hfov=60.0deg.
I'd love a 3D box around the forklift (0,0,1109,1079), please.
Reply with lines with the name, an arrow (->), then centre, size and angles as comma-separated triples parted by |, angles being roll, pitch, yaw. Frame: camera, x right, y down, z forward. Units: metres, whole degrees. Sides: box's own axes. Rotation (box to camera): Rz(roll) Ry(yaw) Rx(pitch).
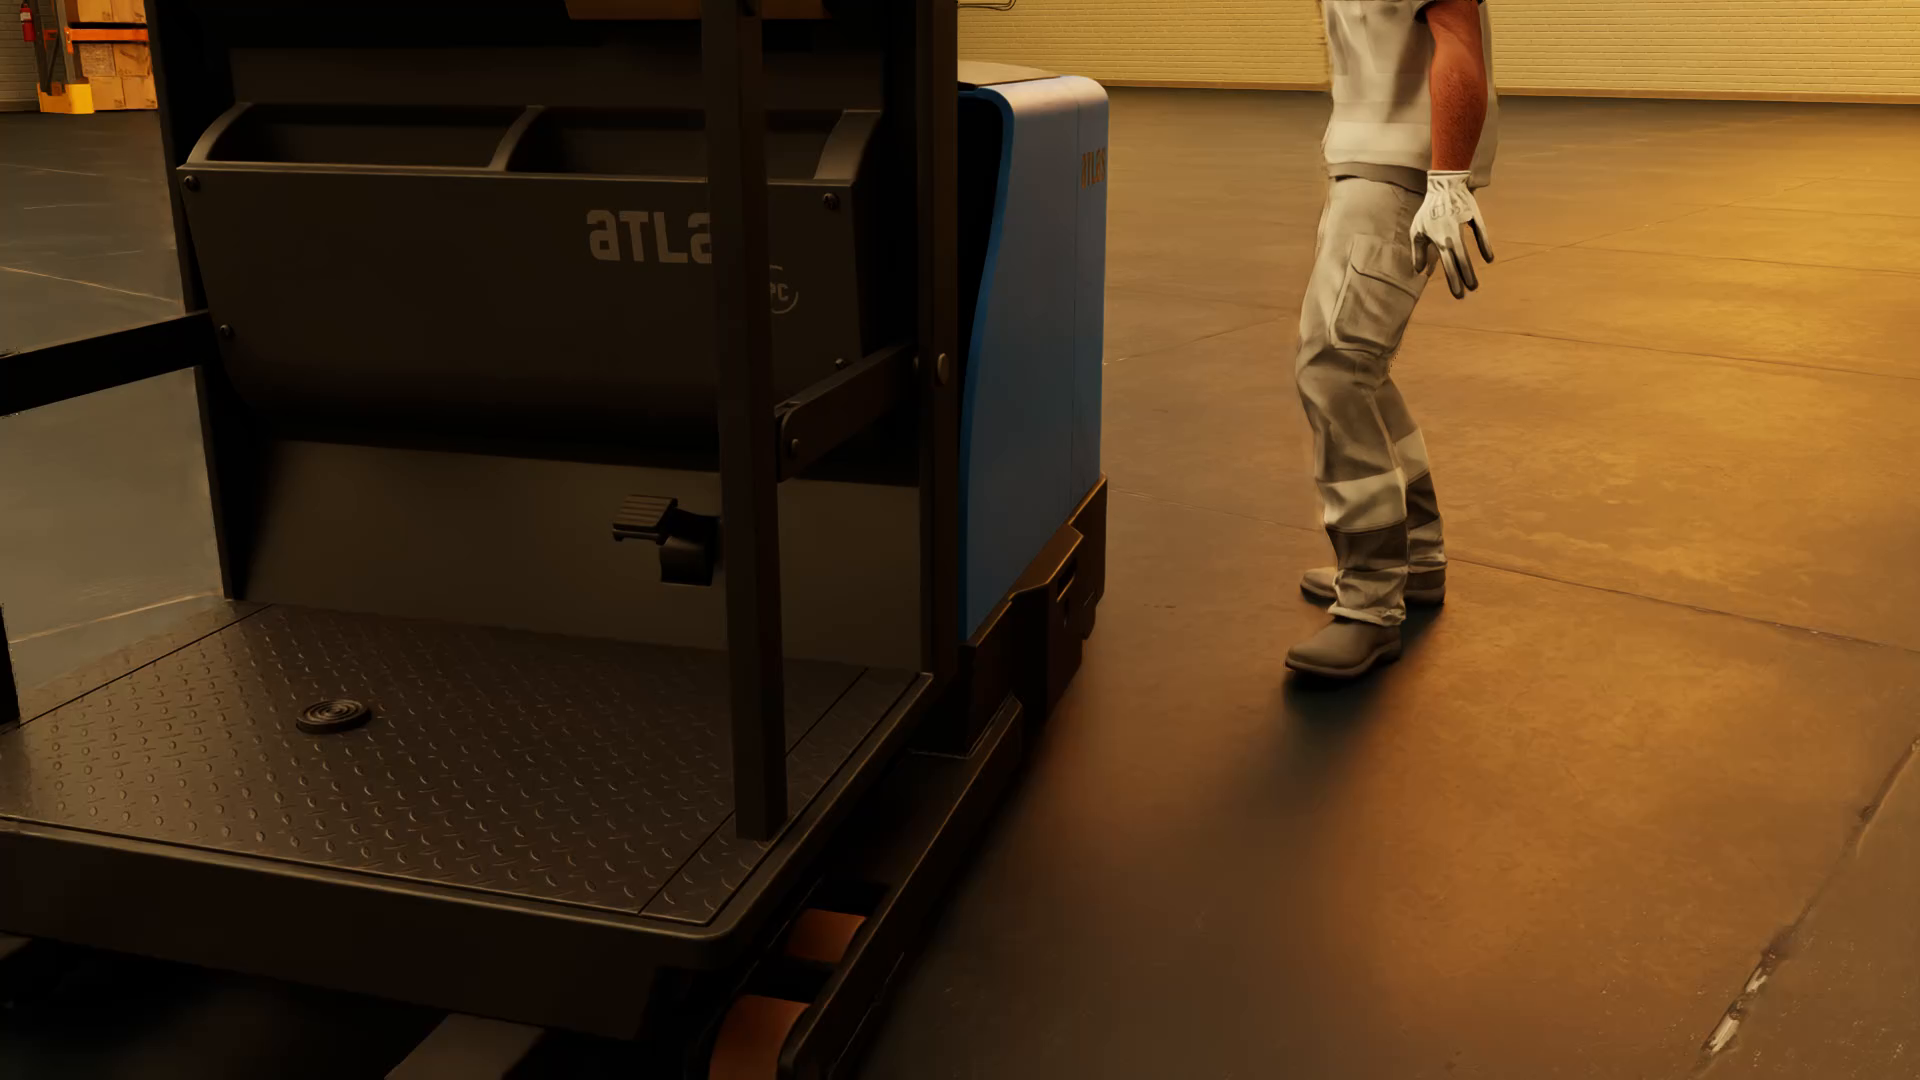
forklift -> -0.607, -0.872, 1.770 | 1.130, 2.935, 3.031 | 5, 18, 15

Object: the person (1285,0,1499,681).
person -> 0.794, -0.679, 3.186 | 0.444, 1.749, 0.873 | 2, 17, 7
